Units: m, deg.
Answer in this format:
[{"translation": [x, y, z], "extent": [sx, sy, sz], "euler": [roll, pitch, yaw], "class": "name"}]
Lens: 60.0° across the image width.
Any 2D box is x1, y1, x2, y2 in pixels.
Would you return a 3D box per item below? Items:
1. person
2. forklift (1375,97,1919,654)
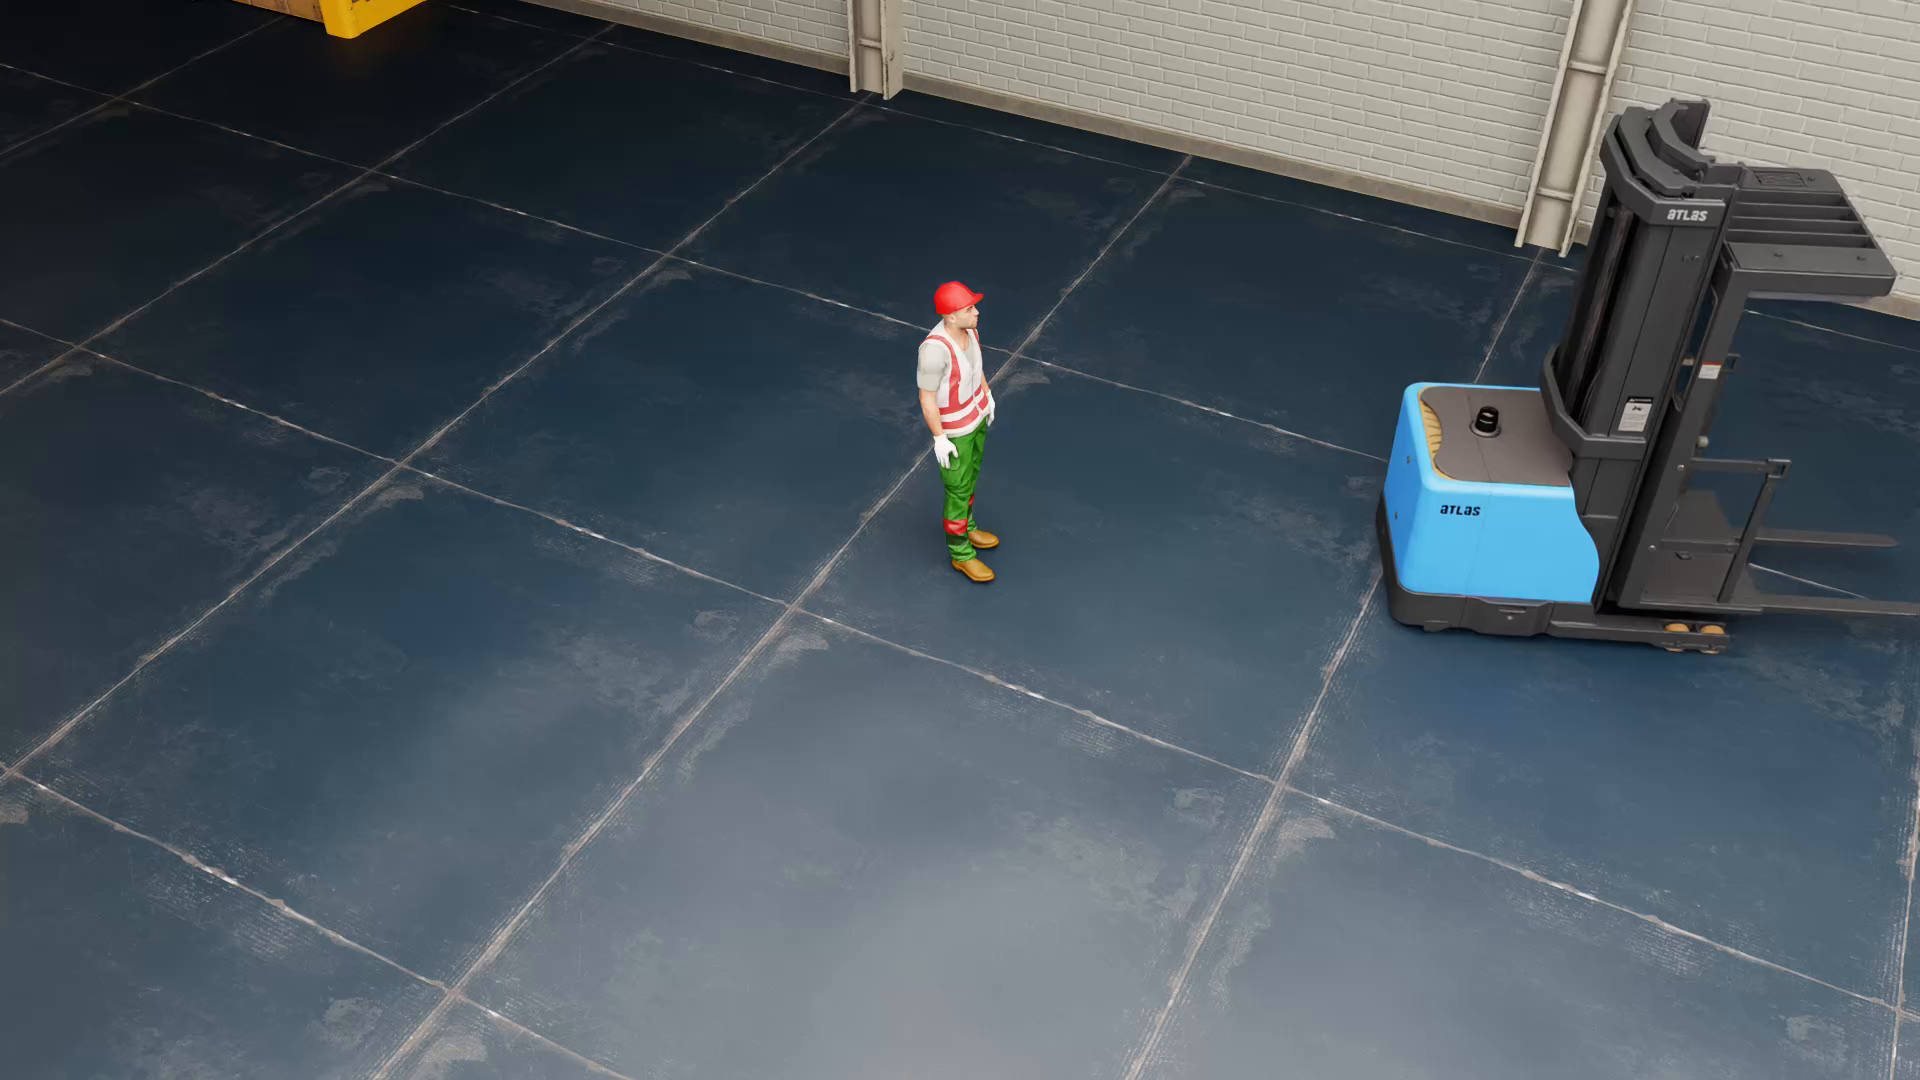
[{"translation": [0.066, -0.659, 9.644], "extent": [0.562, 1.790, 0.637], "euler": [18, 43, 21], "class": "person"}, {"translation": [4.043, -0.833, 8.975], "extent": [3.031, 2.935, 1.130], "euler": [3, 40, 4], "class": "forklift"}]
